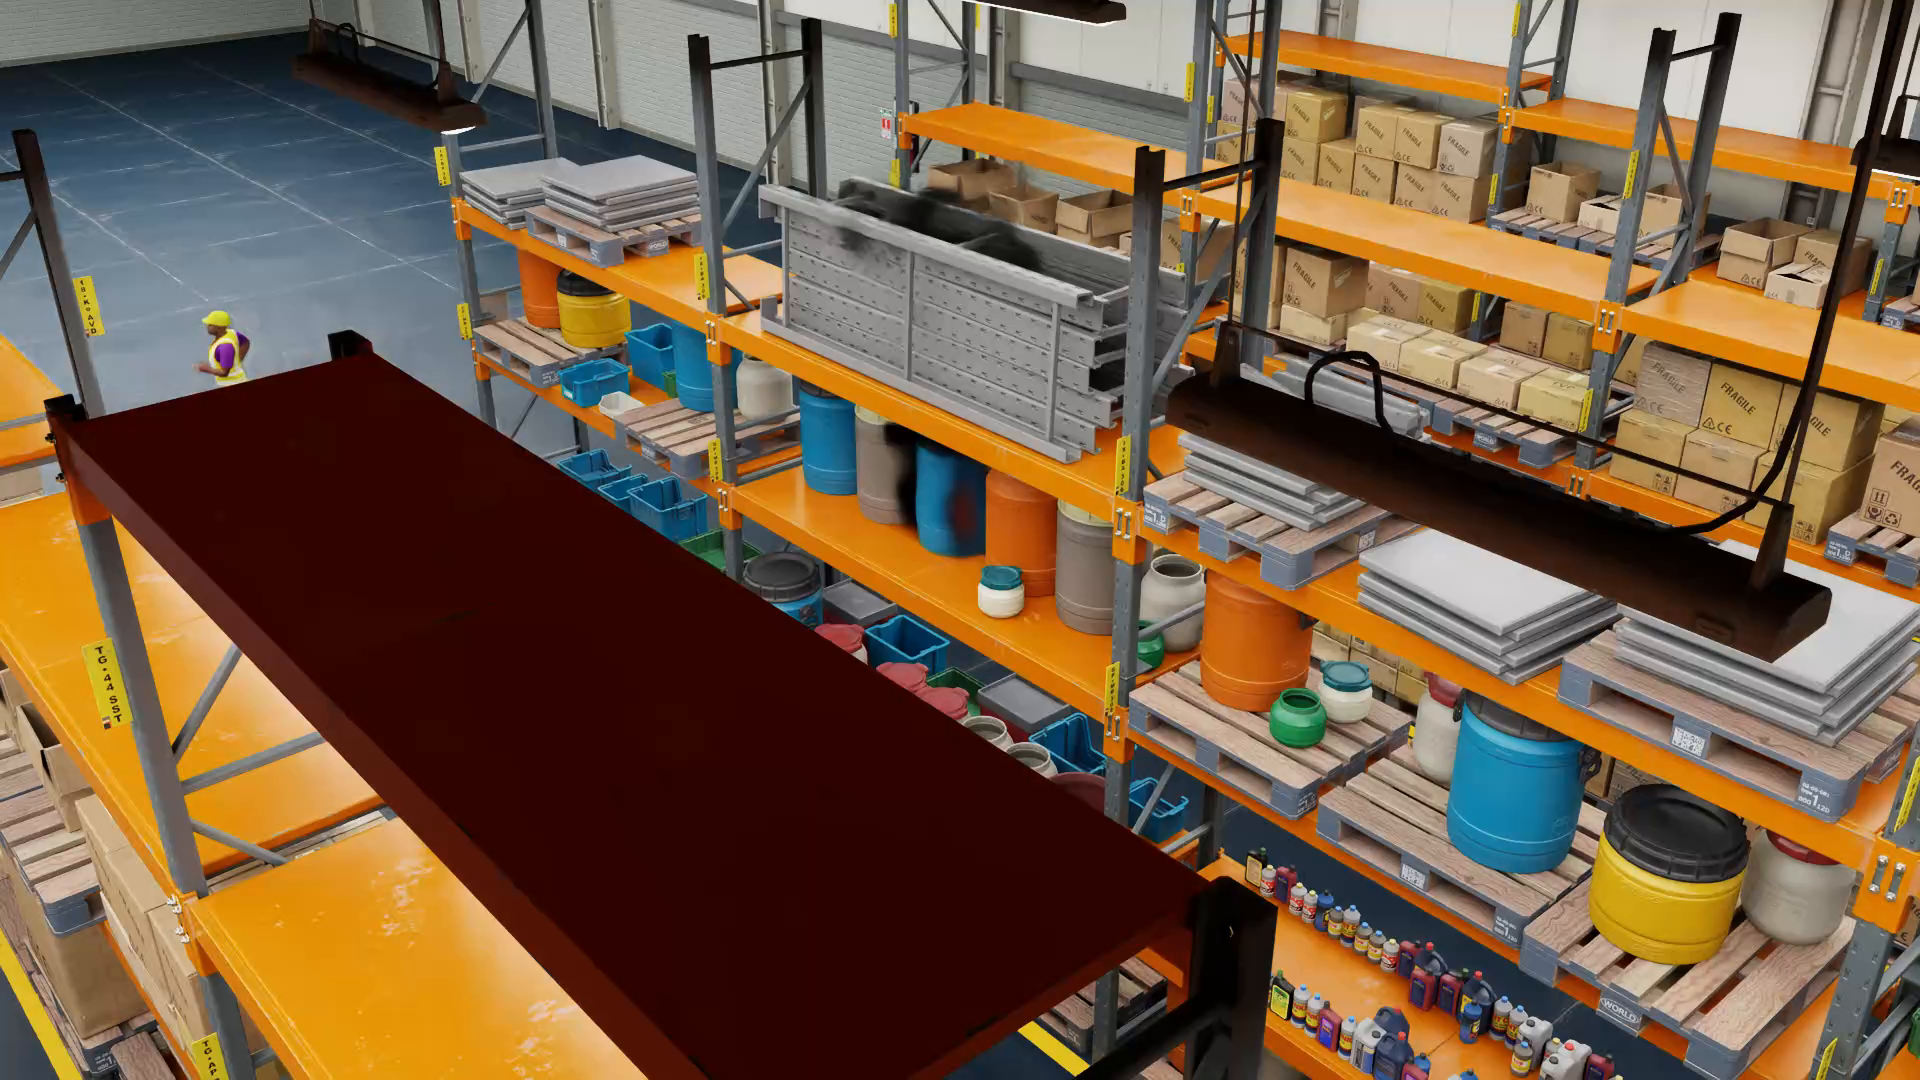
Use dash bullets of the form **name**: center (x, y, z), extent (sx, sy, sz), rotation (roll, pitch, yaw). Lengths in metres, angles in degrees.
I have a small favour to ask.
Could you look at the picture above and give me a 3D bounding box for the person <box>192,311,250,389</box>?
- **person**: center (-8.398, -1.776, 19.123), extent (0.701, 1.806, 0.685), rotation (-14, 30, -25)
